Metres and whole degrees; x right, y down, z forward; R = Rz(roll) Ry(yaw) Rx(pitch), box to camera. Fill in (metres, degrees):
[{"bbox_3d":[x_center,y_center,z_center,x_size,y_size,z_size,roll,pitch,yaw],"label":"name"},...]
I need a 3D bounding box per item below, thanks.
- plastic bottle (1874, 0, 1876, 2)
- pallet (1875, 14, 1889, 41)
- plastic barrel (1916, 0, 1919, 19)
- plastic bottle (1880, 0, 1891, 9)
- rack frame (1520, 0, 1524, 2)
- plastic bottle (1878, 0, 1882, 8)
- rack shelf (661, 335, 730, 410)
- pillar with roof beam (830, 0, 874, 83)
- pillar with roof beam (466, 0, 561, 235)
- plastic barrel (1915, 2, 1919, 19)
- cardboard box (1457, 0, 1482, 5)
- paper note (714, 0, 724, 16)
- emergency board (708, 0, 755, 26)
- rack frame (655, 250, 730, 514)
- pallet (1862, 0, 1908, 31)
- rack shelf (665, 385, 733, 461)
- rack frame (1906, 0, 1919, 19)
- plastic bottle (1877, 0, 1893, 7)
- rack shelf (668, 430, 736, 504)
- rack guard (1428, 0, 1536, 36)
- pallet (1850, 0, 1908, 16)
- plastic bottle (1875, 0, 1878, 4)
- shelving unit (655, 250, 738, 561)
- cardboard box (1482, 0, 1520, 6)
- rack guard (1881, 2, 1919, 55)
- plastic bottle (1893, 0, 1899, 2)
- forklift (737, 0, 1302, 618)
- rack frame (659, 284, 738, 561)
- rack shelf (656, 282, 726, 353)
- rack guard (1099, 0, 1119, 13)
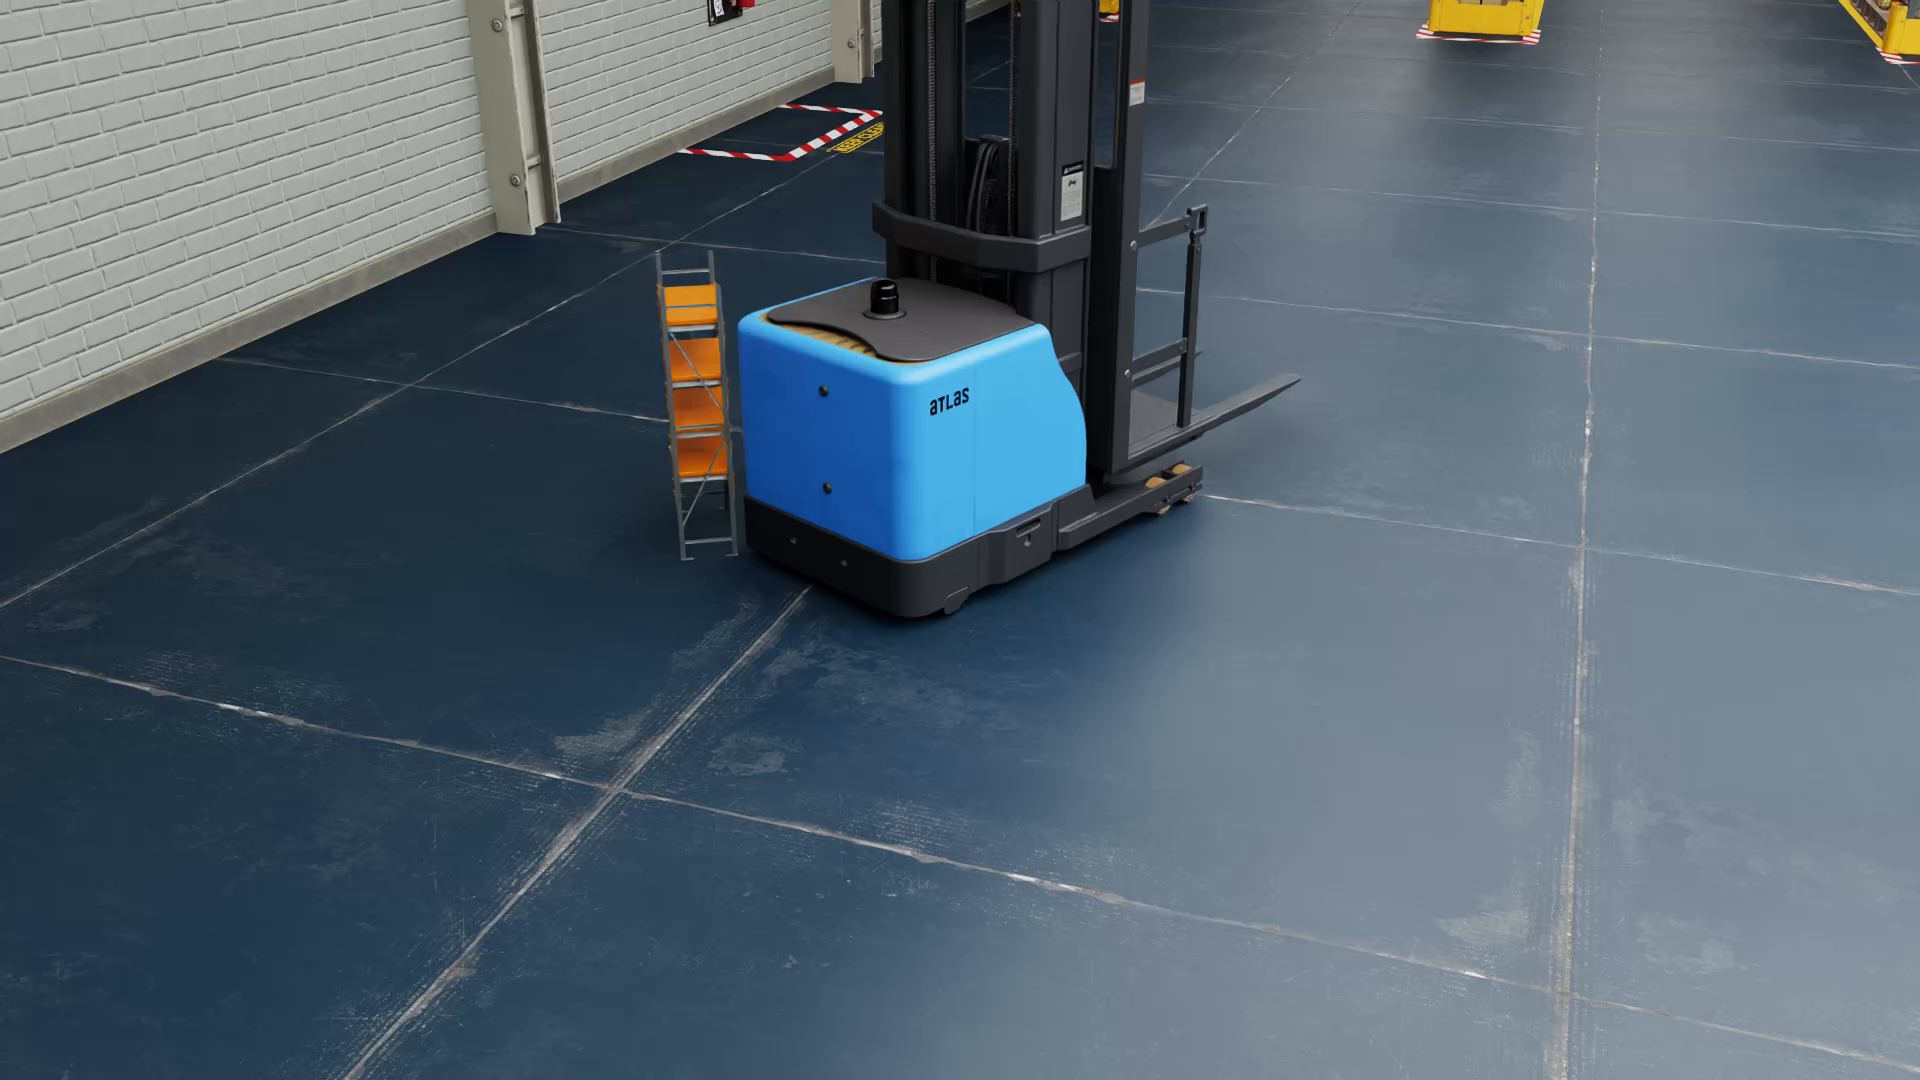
[{"bbox_3d":[11.237,-6.722,20.226,0.144,0.351,0.185,10,28,20],"label":"plastic bottle"},{"bbox_3d":[11.088,-5.789,18.964,1.003,0.211,1.213,9,27,17],"label":"pallet"},{"bbox_3d":[10.979,-6.023,18.621,0.421,0.512,0.421,0,26,0],"label":"plastic barrel"},{"bbox_3d":[11.030,-6.429,19.793,0.097,0.201,0.097,0,26,0],"label":"plastic bottle"},{"bbox_3d":[6.162,-7.392,19.076,1.000,3.000,0.127,9,27,17],"label":"rack frame"},{"bbox_3d":[11.051,-6.517,19.880,0.061,0.283,0.133,9,27,19],"label":"plastic bottle"},{"bbox_3d":[-1.114,-0.707,6.975,0.258,0.148,0.480,-5,26,-10],"label":"rack shelf"},{"bbox_3d":[2.970,-8.133,13.721,9.100,9.000,0.400,9,27,17],"label":"pillar with roof beam"},{"bbox_3d":[0.973,-5.667,8.628,9.100,9.000,0.400,9,27,17],"label":"pillar with roof beam"},{"bbox_3d":[11.146,-6.229,19.047,0.421,0.512,0.421,0,26,0],"label":"plastic barrel"},{"bbox_3d":[6.062,-6.607,20.127,0.500,0.250,0.500,9,27,17],"label":"cardboard box"},{"bbox_3d":[-2.072,-4.588,14.294,0.016,0.148,0.142,9,27,17],"label":"paper note"},{"bbox_3d":[-1.948,-5.047,14.231,0.194,1.169,0.643,9,27,17],"label":"emergency board"},{"bbox_3d":[-1.161,-0.671,7.259,0.240,1.200,0.015,-5,26,-10],"label":"rack frame"},{"bbox_3d":[11.496,-6.288,19.996,1.003,0.211,1.213,9,27,17],"label":"pallet"},{"bbox_3d":[-1.114,-0.506,7.073,0.258,0.148,0.480,-5,26,-10],"label":"rack shelf"},{"bbox_3d":[10.832,-6.673,17.589,1.000,3.000,0.127,9,27,17],"label":"rack frame"},{"bbox_3d":[11.139,-6.563,19.983,0.152,0.276,0.135,9,27,18],"label":"plastic bottle"},{"bbox_3d":[-1.114,-0.327,7.159,0.258,0.148,0.480,-5,26,-10],"label":"rack shelf"},{"bbox_3d":[6.154,-6.258,19.600,1.175,0.500,0.348,9,27,17],"label":"rack guard"},{"bbox_3d":[11.900,-6.791,21.034,1.003,0.211,1.213,9,27,17],"label":"pallet"},{"bbox_3d":[11.186,-6.620,20.101,0.152,0.276,0.135,8,27,16],"label":"plastic bottle"},{"bbox_3d":[-1.114,-0.567,7.043,0.258,1.200,0.503,-5,26,-10],"label":"shelving unit"},{"bbox_3d":[6.550,-6.532,19.972,0.500,0.250,0.500,9,27,17],"label":"cardboard box"},{"bbox_3d":[10.813,-5.586,18.213,1.175,0.500,0.348,9,27,17],"label":"rack guard"},{"bbox_3d":[11.240,-6.551,19.950,0.061,0.283,0.133,9,27,17],"label":"plastic bottle"},{"bbox_3d":[0.465,-1.571,7.130,1.130,2.935,3.031,22,34,38],"label":"forklift"},{"bbox_3d":[-1.067,-0.462,6.828,0.240,1.200,0.015,-5,26,-10],"label":"rack frame"},{"bbox_3d":[-1.114,-0.920,6.872,0.258,0.148,0.480,-5,26,-10],"label":"rack shelf"},{"bbox_3d":[1.515,-7.015,21.166,1.175,0.500,0.348,9,27,17],"label":"rack guard"}]
